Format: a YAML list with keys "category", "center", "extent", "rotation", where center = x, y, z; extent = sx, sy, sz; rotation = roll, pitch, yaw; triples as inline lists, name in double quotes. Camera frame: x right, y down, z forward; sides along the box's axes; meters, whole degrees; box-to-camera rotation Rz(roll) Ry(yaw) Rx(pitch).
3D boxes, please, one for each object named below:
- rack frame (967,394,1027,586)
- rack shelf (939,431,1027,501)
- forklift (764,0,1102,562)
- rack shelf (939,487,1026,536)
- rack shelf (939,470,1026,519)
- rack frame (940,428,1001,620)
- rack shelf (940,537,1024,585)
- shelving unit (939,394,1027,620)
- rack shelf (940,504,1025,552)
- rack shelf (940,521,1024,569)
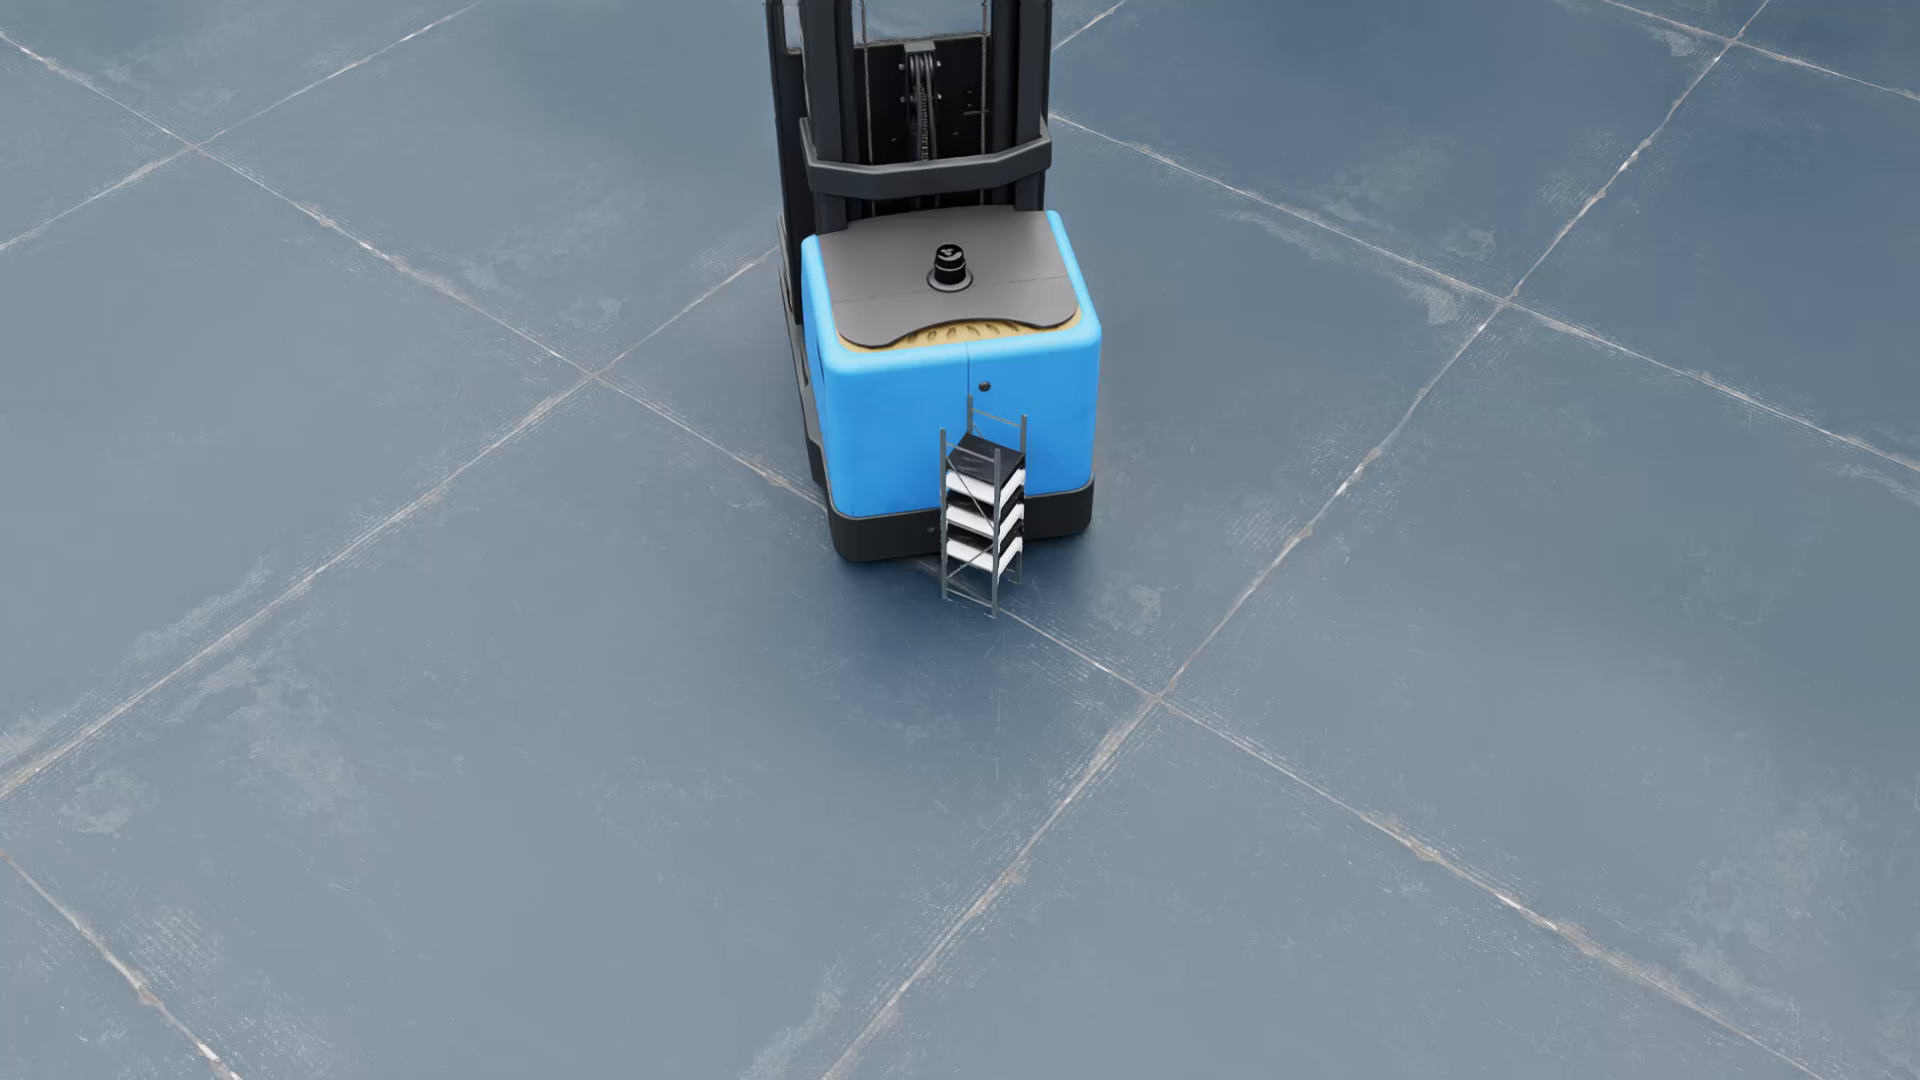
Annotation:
- category: "rack frame"
  center: [0.132, -0.173, 6.293]
  extent: [0.240, 0.900, 0.006]
  rotation: [21, 50, 19]
- category: "rack shelf"
  center: [0.084, -0.271, 6.060]
  extent: [0.258, 0.077, 0.200]
  rotation: [21, 50, 19]
- category: "forklift"
  center: [-0.235, -2.008, 6.642]
  extent: [1.130, 2.935, 3.031]
  rotation: [-7, 47, -7]
- category: "rack shelf"
  center: [0.084, -0.147, 6.190]
  extent: [0.258, 0.077, 0.200]
  rotation: [21, 50, 19]
- category: "rack shelf"
  center: [0.084, -0.209, 6.125]
  extent: [0.258, 0.077, 0.200]
  rotation: [21, 50, 19]
- category: "rack frame"
  center: [0.036, -0.043, 6.169]
  extent: [0.240, 0.900, 0.006]
  rotation: [21, 50, 19]
- category: "rack shelf"
  center: [0.084, 0.039, 6.385]
  extent: [0.258, 0.077, 0.200]
  rotation: [21, 50, 19]
- category: "shelving unit"
  center: [0.084, -0.108, 6.231]
  extent: [0.258, 0.900, 0.210]
  rotation: [21, 50, 19]
- category: "rack shelf"
  center: [0.084, -0.085, 6.255]
  extent: [0.258, 0.077, 0.200]
  rotation: [21, 50, 19]
- category: "rack shelf"
  center: [0.084, -0.023, 6.320]
  extent: [0.258, 0.077, 0.200]
  rotation: [21, 50, 19]
